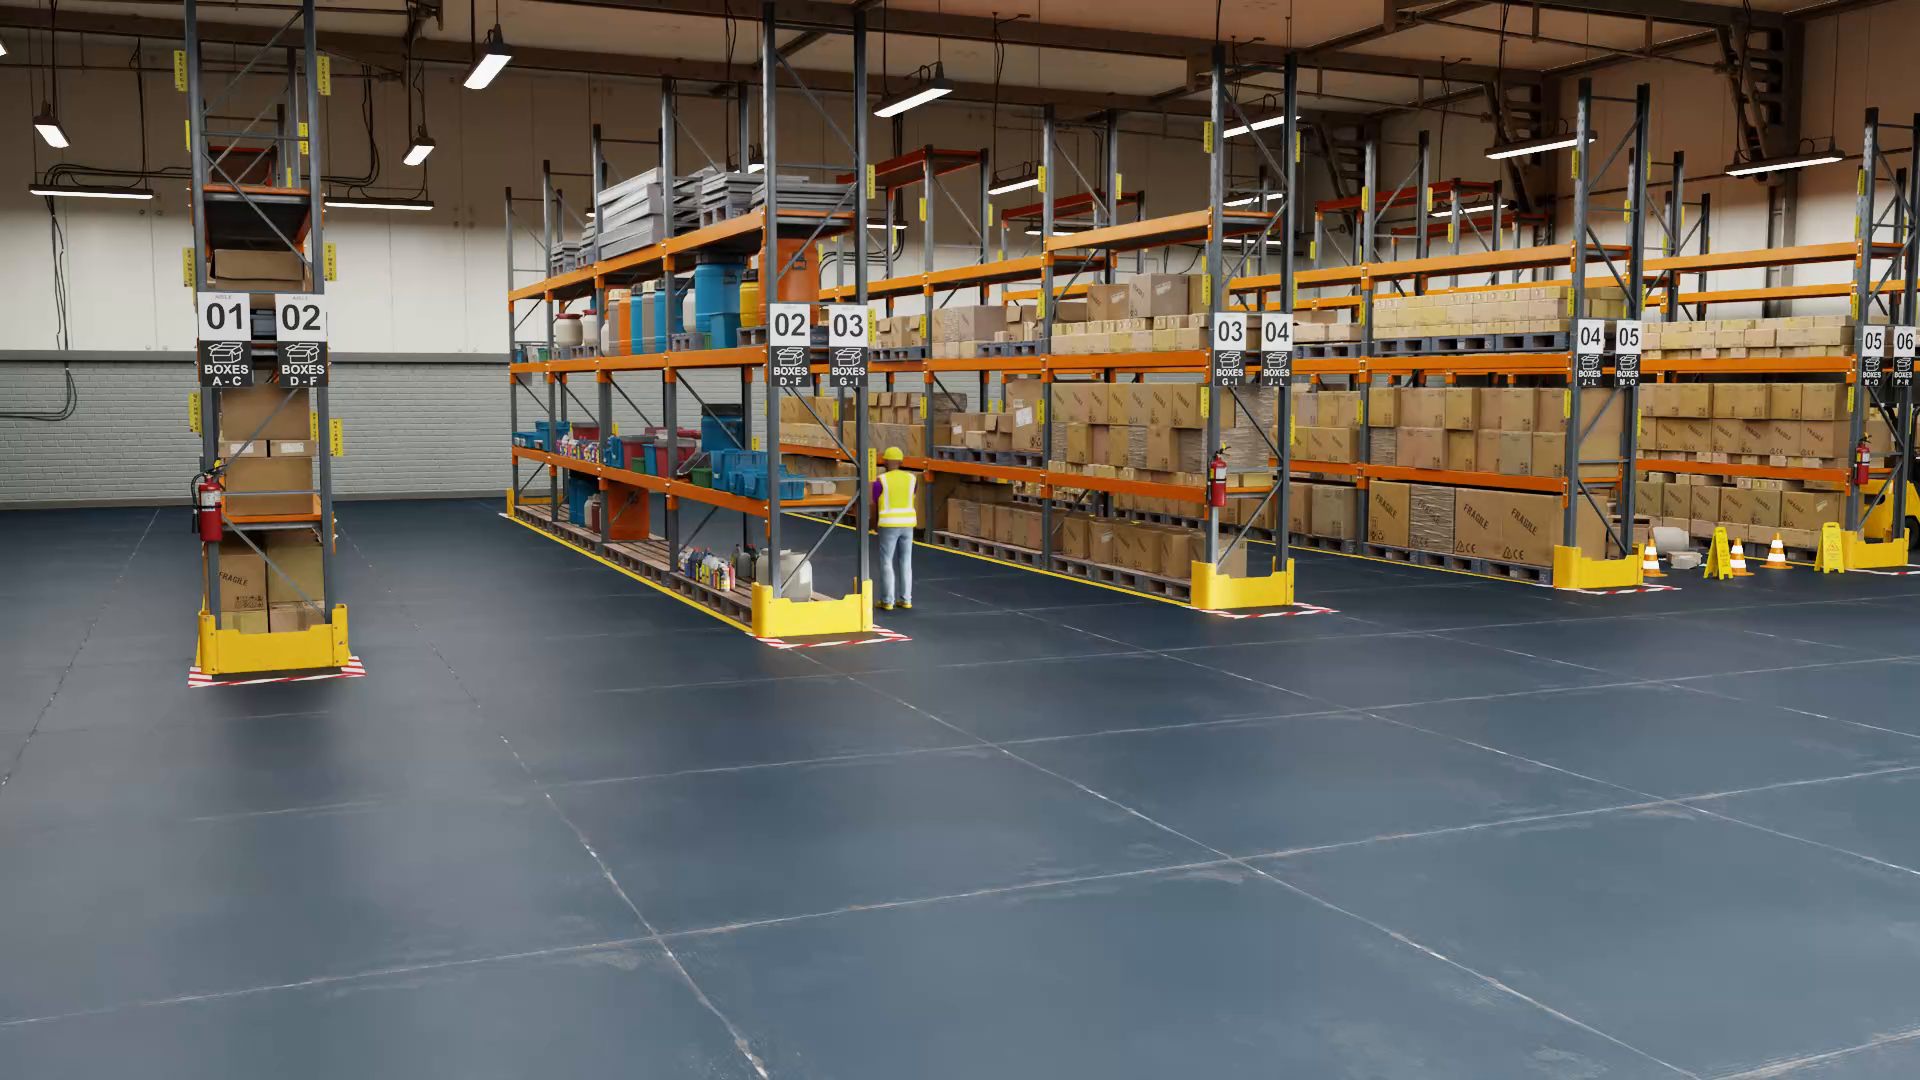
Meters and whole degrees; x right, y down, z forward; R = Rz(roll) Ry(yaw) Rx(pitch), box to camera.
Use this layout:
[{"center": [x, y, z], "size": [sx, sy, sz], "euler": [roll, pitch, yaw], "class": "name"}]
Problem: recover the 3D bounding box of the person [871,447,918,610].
[{"center": [-0.746, -0.142, 18.166], "size": [0.505, 1.762, 0.566], "euler": [-2, 6, -25], "class": "person"}]
